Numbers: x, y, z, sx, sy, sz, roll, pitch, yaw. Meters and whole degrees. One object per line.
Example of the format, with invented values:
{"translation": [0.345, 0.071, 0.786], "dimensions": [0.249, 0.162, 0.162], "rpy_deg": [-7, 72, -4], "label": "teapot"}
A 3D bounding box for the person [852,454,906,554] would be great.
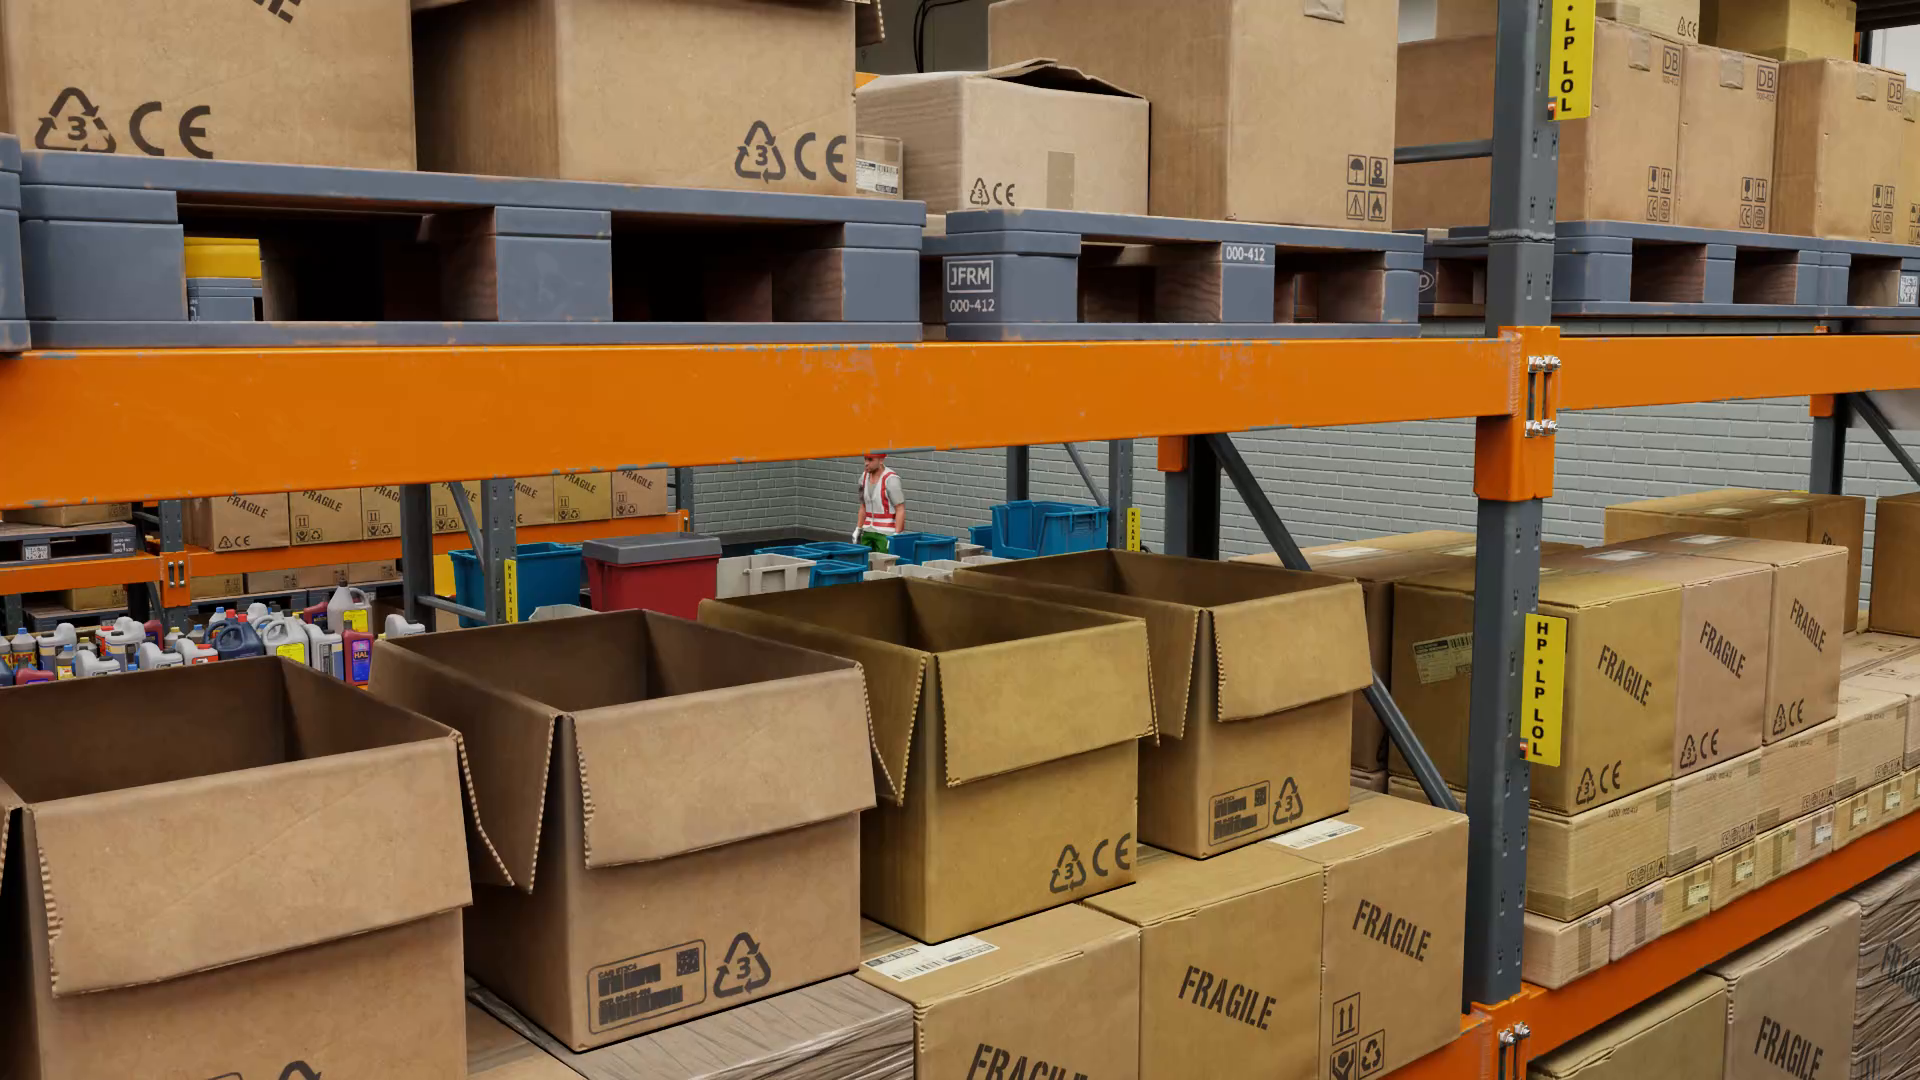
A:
{"translation": [-0.764, -0.033, 15.476], "dimensions": [0.452, 1.779, 0.618], "rpy_deg": [-7, 10, -44], "label": "person"}
